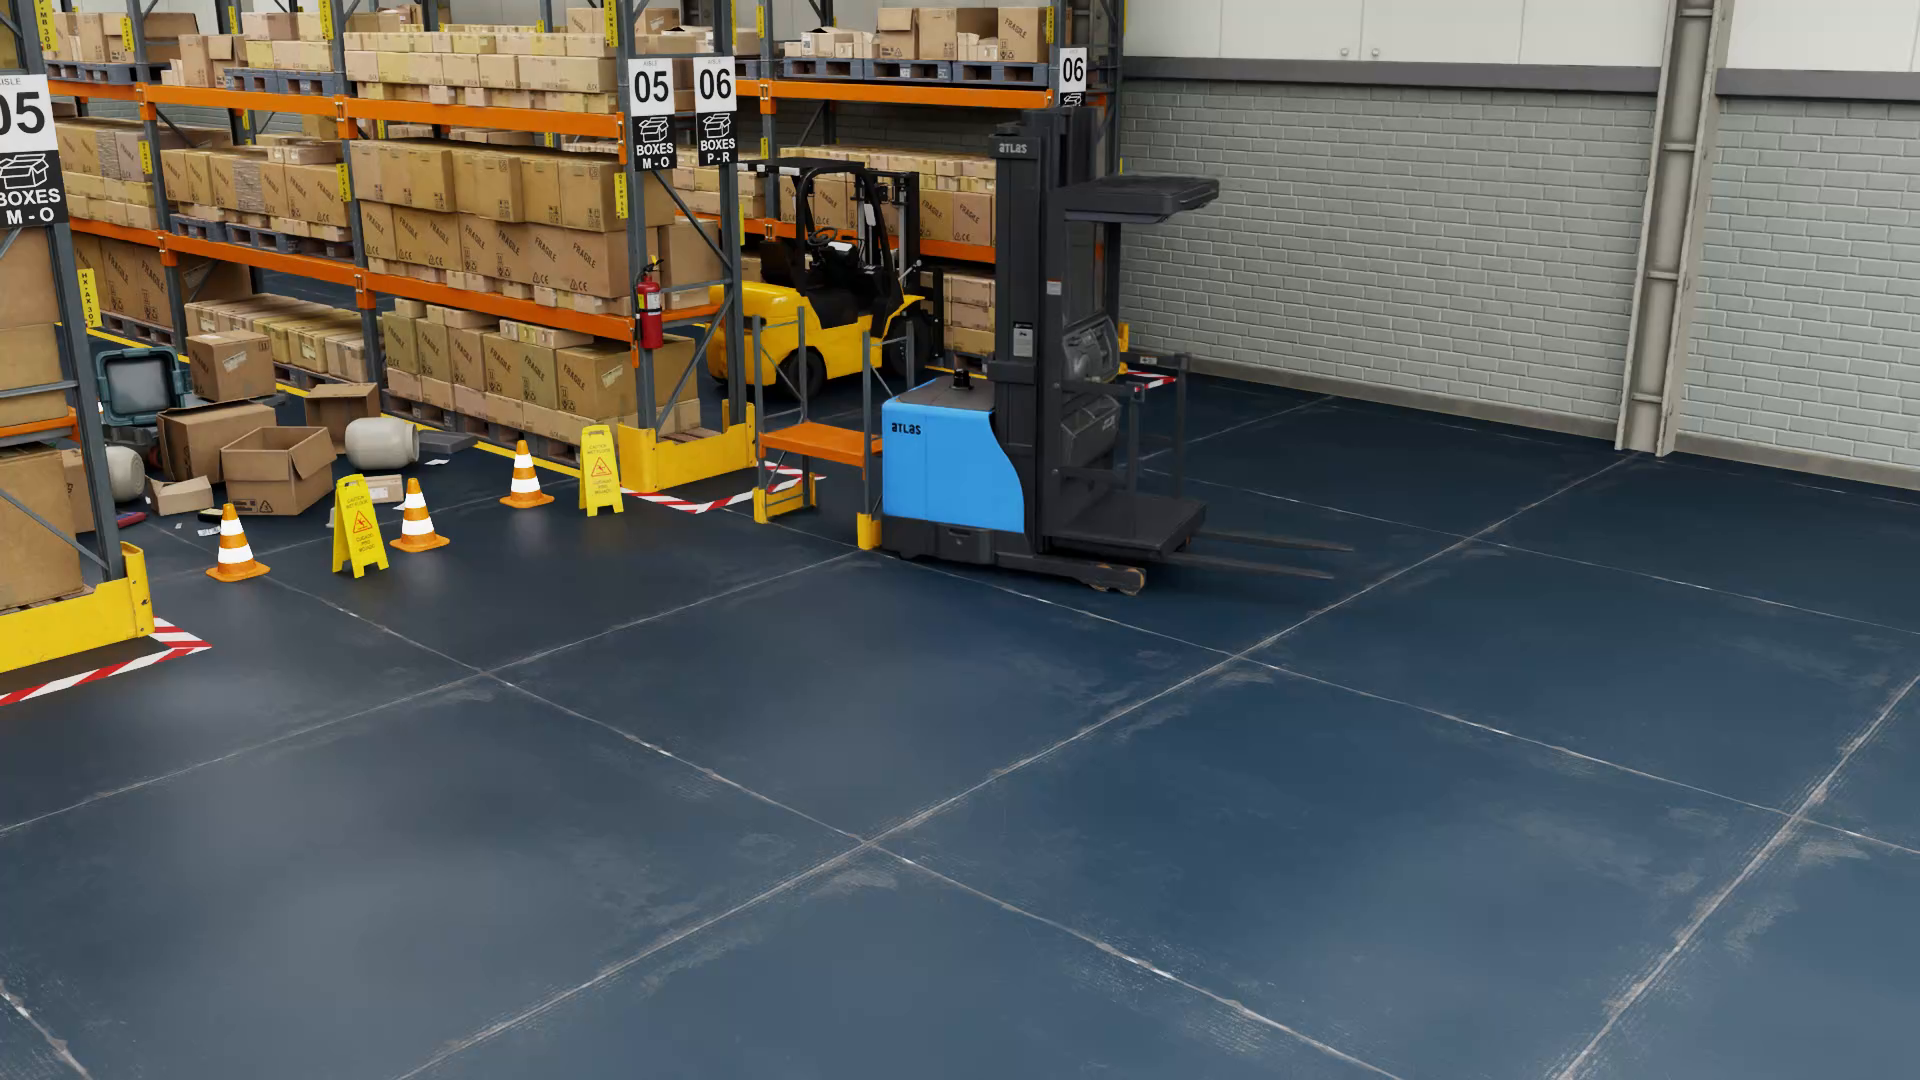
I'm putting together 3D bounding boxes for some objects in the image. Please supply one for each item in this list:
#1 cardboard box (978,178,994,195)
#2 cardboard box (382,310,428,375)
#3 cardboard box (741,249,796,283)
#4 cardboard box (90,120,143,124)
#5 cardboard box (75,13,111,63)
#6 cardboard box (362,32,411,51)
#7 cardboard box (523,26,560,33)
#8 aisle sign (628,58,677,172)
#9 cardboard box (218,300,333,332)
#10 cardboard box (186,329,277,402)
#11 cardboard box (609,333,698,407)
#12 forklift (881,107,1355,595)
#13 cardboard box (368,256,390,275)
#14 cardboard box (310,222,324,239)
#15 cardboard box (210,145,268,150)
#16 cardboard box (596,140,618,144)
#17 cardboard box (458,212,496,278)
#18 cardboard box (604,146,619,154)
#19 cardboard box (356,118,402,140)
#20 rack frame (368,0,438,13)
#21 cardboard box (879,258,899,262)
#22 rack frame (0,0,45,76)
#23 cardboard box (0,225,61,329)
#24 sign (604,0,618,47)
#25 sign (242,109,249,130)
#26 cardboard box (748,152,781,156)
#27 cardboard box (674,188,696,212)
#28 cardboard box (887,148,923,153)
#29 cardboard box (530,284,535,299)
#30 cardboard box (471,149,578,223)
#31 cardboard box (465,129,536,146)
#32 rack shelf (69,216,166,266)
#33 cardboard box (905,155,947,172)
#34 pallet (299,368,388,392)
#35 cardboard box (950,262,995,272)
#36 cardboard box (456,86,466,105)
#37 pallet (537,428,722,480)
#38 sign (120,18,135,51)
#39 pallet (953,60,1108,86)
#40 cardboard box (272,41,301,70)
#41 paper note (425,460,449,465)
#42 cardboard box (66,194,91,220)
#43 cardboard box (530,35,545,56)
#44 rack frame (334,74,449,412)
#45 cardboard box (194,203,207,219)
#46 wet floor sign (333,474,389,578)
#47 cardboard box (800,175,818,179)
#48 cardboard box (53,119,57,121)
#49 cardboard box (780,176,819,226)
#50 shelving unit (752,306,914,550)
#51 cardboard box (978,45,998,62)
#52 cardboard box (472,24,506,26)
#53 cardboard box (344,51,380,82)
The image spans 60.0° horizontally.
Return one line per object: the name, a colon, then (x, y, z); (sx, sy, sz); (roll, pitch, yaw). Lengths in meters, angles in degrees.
cardboard box: (0.395, -3.528, 16.532); (0.250, 0.149, 0.380); (16, 23, 40)
cardboard box: (-4.817, -1.801, 14.941); (0.500, 0.500, 0.500); (16, 24, 42)
cardboard box: (-2.185, -3.028, 19.426); (0.625, 0.625, 0.875); (16, 24, 42)
cardboard box: (-9.803, -4.623, 19.402); (0.500, 0.500, 0.500); (16, 24, 41)
cardboard box: (-8.937, -5.370, 17.757); (0.500, 0.500, 0.700); (14, 22, 37)
cardboard box: (-4.846, -4.241, 14.155); (0.250, 0.149, 0.380); (16, 24, 41)
cardboard box: (-5.232, -6.353, 20.809); (0.250, 0.149, 0.380); (16, 24, 41)
aisle sign: (-2.233, -3.092, 12.098); (0.004, 0.787, 0.394); (15, 23, 39)
cardboard box: (-7.097, -2.223, 17.306); (0.625, 0.372, 0.950); (14, 23, 38)
cardboard box: (-6.238, -1.495, 14.243); (0.500, 0.500, 0.500); (15, 23, 39)
cardboard box: (-2.525, -1.407, 13.698); (0.500, 0.500, 0.500); (14, 22, 37)
forklift: (1.029, -1.232, 10.647); (3.031, 2.935, 1.130); (8, 19, 23)
cardboard box: (-5.056, -2.478, 14.877); (0.250, 0.149, 0.380); (15, 23, 39)
cardboard box: (-5.832, -2.912, 15.550); (0.250, 0.149, 0.380); (14, 22, 38)
cardboard box: (-7.546, -3.898, 17.585); (0.500, 0.500, 0.500); (14, 22, 38)
cardboard box: (-4.401, -4.998, 21.164); (0.250, 0.149, 0.380); (16, 24, 41)
cardboard box: (-3.786, -2.476, 13.797); (0.500, 0.500, 0.500); (15, 23, 40)
cardboard box: (-4.122, -4.738, 20.346); (0.250, 0.149, 0.380); (15, 23, 40)
cardboard box: (-8.708, -6.251, 24.866); (0.500, 0.500, 0.500); (14, 23, 38)
rack frame: (-7.770, -8.323, 22.962); (0.127, 3.000, 1.000); (15, 23, 39)
cardboard box: (-0.878, -2.853, 17.842); (0.500, 0.250, 0.500); (16, 24, 41)
rack frame: (-5.297, -3.650, 8.236); (0.127, 3.000, 1.000); (15, 23, 39)
cardboard box: (-5.549, -1.460, 9.220); (0.550, 0.550, 0.875); (15, 23, 39)
sign: (-2.470, -3.661, 11.766); (0.005, 0.325, 0.100); (15, 23, 39)
sign: (-11.122, -6.557, 25.882); (0.005, 0.325, 0.100); (15, 23, 39)
cardboard box: (-2.260, -4.450, 19.436); (0.250, 0.149, 0.380); (15, 23, 39)
cardboard box: (-3.068, -4.035, 19.613); (0.500, 0.250, 0.500); (15, 23, 40)
cardboard box: (-0.571, -4.158, 18.025); (0.250, 0.149, 0.380); (15, 23, 38)
cardboard box: (-3.260, -2.048, 13.521); (0.250, 0.149, 0.380); (15, 23, 40)
cardboard box: (-3.437, -2.832, 13.268); (0.500, 0.500, 0.700); (15, 23, 39)
cardboard box: (-6.122, -5.196, 22.161); (0.637, 0.503, 0.797); (14, 23, 38)
rack shelf: (-9.566, -3.596, 19.172); (4.000, 0.370, 1.077); (15, 23, 39)
cardboard box: (-0.354, -3.884, 17.162); (0.250, 0.149, 0.380); (15, 23, 40)
pallet: (-5.662, -1.561, 16.181); (1.213, 0.211, 1.003); (15, 23, 39)
cardboard box: (0.228, -2.762, 17.555); (0.500, 0.250, 0.500); (15, 23, 39)
cardboard box: (-3.854, -3.615, 13.502); (0.250, 0.149, 0.380); (15, 23, 40)
pallet: (-2.728, -0.788, 13.746); (1.213, 0.211, 1.003); (15, 23, 39)
sign: (-8.445, -5.127, 16.864); (0.005, 0.325, 0.100); (15, 23, 39)
pallet: (0.693, -4.590, 16.303); (1.213, 0.211, 1.003); (15, 23, 39)
cardboard box: (-5.987, -4.480, 15.363); (0.500, 0.250, 0.500); (15, 23, 40)
paper note: (-4.269, -0.642, 13.586); (0.148, 0.019, 0.142); (7, 19, 21)
cardboard box: (-9.780, -3.808, 18.900); (0.500, 0.250, 0.500); (15, 23, 38)
cardboard box: (-3.062, -3.792, 12.740); (0.250, 0.149, 0.380); (15, 23, 40)
rack frame: (-5.079, -2.734, 15.267); (0.127, 3.000, 1.000); (15, 23, 39)
cardboard box: (-7.588, -3.380, 17.026); (0.250, 0.149, 0.380); (13, 22, 36)
wet floor sign: (-3.961, -0.111, 10.893); (0.232, 0.644, 0.267); (11, 20, 30)
cardboard box: (-1.528, -4.039, 18.143); (0.250, 0.149, 0.380); (16, 23, 41)
cardboard box: (-10.924, -4.711, 19.679); (0.500, 0.500, 0.500); (15, 23, 40)
cardboard box: (-1.628, -3.757, 18.326); (0.500, 0.500, 0.500); (14, 22, 38)
shelving unit: (-0.890, -0.816, 11.704); (1.083, 1.500, 0.587); (13, 22, 36)
cardboard box: (0.384, -4.710, 16.091); (0.250, 0.149, 0.380); (14, 22, 38)
cardboard box: (-6.298, -6.826, 22.267); (0.250, 0.149, 0.380); (16, 23, 41)
cardboard box: (-4.931, -4.084, 14.318); (0.500, 0.250, 0.500); (14, 23, 38)
